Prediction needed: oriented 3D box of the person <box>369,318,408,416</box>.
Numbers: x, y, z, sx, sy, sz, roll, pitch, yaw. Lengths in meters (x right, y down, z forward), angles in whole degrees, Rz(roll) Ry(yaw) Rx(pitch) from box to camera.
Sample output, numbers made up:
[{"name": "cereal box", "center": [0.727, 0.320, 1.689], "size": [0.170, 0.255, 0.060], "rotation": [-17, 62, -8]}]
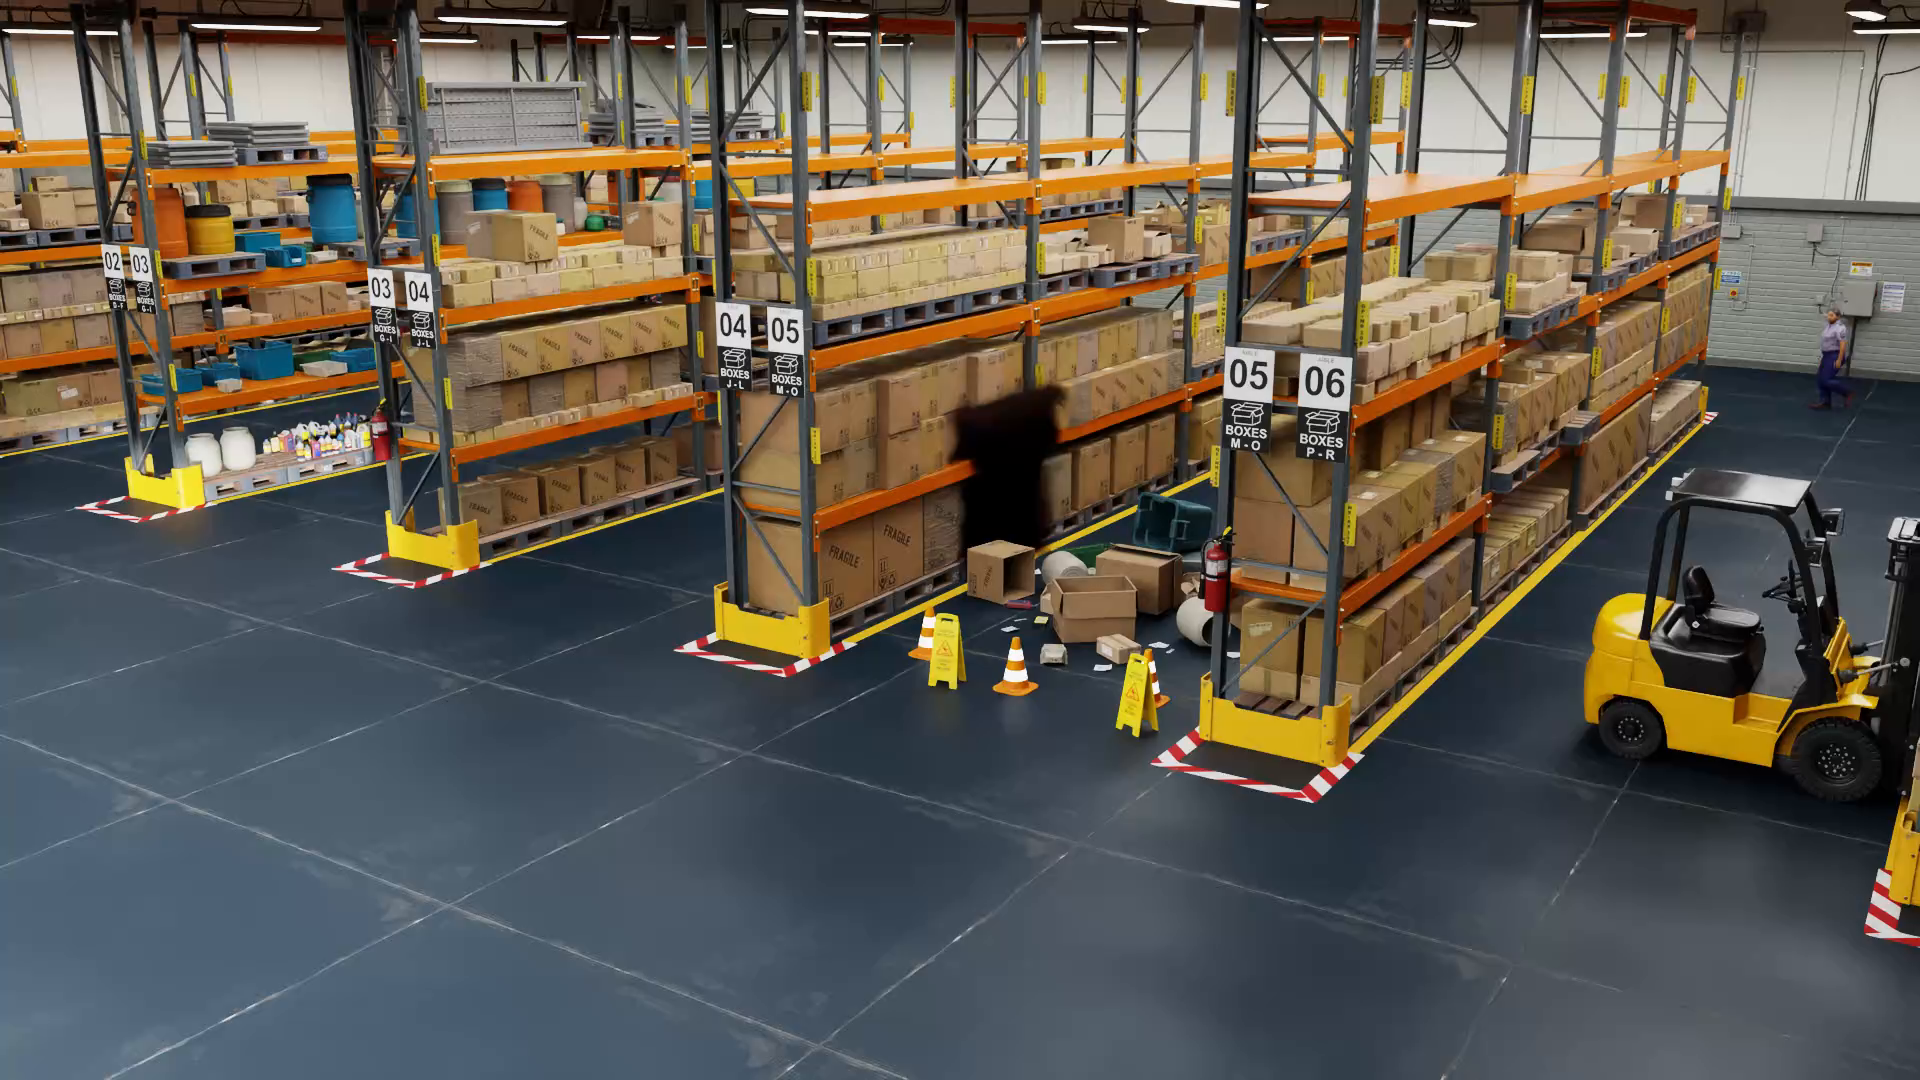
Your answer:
[{"name": "person", "center": [-8.918, -2.873, 26.207], "size": [0.601, 1.777, 0.576], "rotation": [6, 17, 21]}]

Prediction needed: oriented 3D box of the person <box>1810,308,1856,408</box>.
[{"name": "person", "center": [14.022, -2.883, 26.558], "size": [0.586, 1.615, 0.523], "rotation": [6, 17, 19]}]
